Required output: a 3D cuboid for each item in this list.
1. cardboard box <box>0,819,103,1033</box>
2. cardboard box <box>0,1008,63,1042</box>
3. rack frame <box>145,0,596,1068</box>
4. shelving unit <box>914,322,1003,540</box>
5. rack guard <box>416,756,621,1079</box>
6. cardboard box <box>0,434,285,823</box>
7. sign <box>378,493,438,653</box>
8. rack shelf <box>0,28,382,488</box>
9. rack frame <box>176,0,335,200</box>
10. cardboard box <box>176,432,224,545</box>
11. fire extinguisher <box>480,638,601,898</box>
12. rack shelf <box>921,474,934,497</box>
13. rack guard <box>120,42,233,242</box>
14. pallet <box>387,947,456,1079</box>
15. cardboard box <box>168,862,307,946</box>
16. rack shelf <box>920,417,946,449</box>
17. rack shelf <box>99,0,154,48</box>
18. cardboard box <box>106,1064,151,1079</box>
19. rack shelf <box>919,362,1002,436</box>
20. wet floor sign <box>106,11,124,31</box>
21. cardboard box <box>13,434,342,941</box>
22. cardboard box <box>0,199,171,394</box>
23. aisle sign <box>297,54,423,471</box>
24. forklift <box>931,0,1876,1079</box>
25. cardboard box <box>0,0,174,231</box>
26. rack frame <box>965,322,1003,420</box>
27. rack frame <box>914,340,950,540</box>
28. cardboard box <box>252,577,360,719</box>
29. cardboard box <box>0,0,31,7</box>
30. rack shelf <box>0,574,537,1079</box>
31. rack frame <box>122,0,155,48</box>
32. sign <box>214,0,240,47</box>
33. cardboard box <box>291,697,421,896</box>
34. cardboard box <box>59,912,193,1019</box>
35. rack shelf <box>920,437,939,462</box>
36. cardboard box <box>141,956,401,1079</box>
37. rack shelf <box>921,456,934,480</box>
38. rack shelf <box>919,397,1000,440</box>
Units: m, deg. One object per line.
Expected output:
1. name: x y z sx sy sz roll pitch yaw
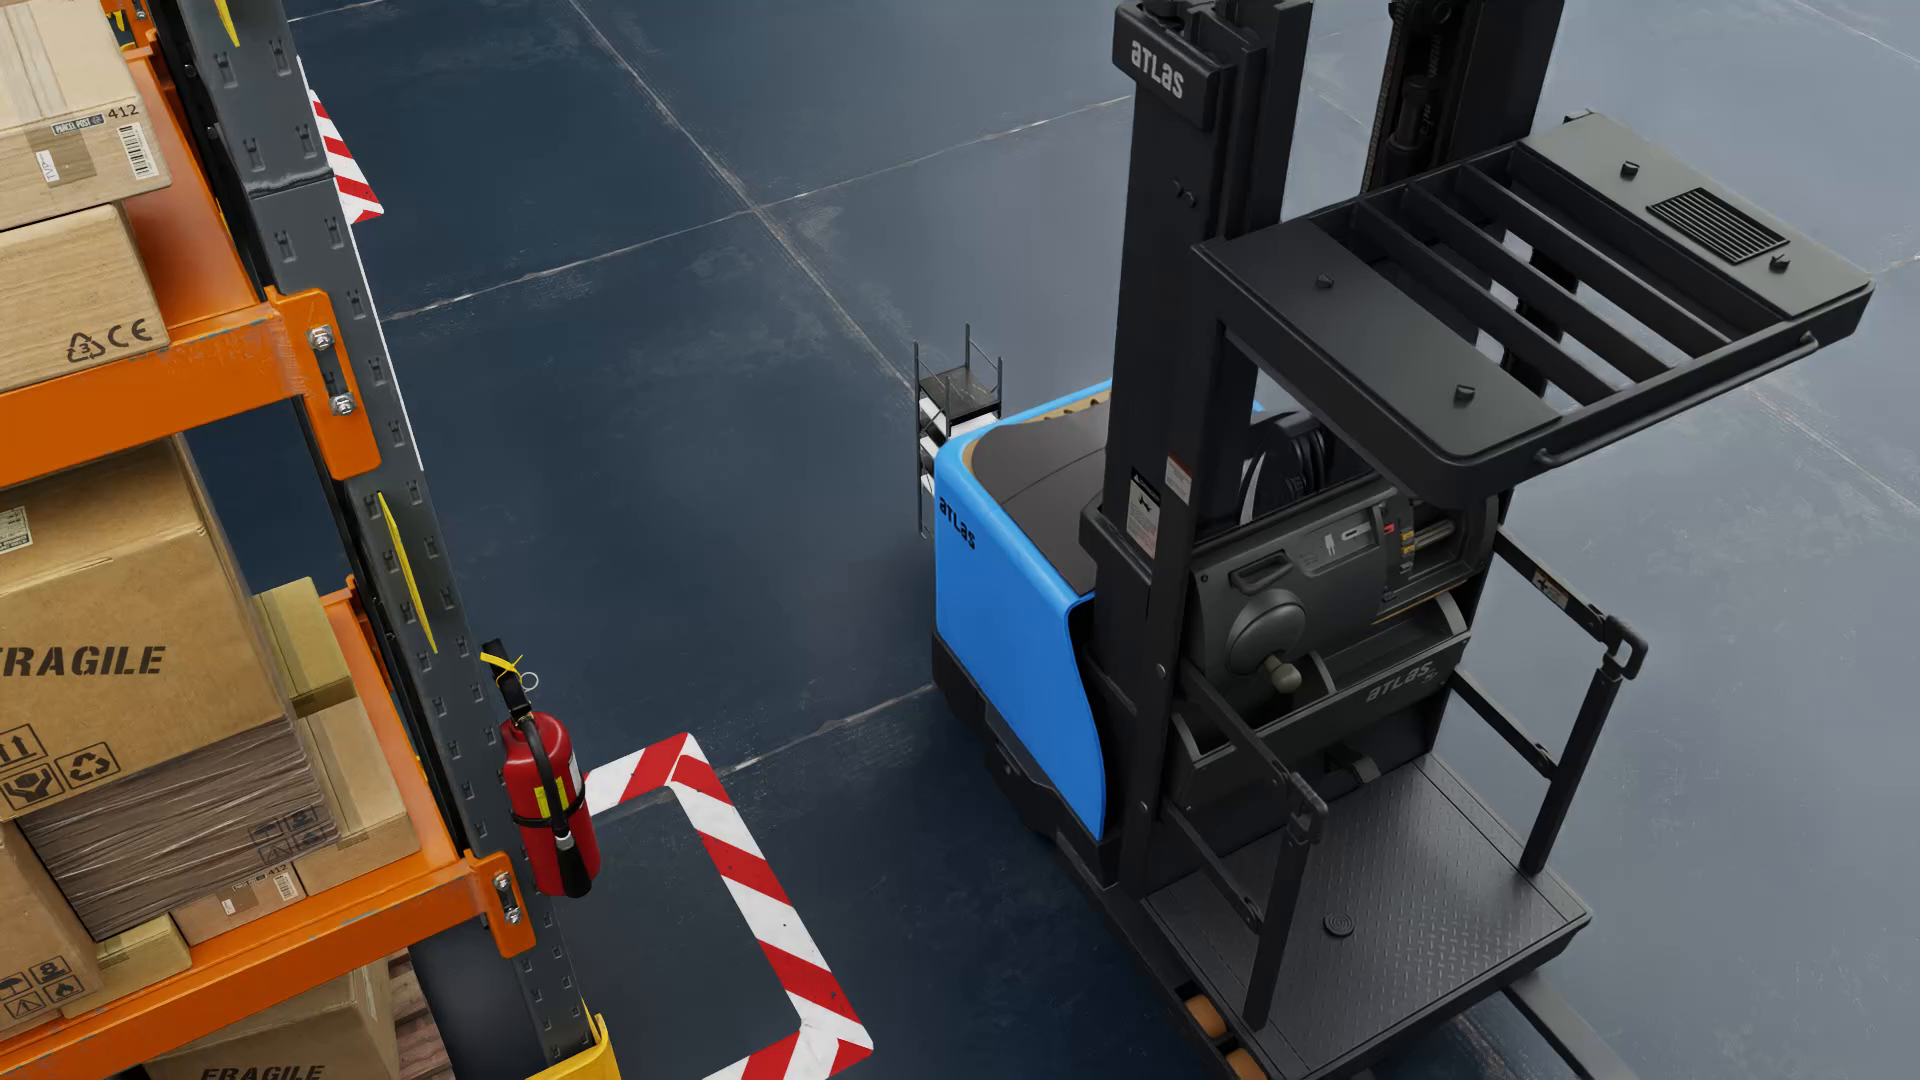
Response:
1. cardboard box: -2.110 0.527 3.268 0.500 0.500 0.875 -22 48 -21
2. cardboard box: -2.022 0.845 3.406 0.250 0.149 0.380 -22 48 -21
3. rack frame: -1.245 0.250 3.839 0.127 3.000 1.000 -22 48 -21
4. shelving unit: -0.007 -0.320 5.934 0.210 0.900 0.258 -22 48 -21
5. rack guard: -1.311 1.173 4.682 0.348 0.500 1.175 -22 48 -21
6. cardboard box: -1.599 0.088 3.002 0.500 0.500 0.500 -22 48 -21
7. sign: -0.986 0.063 2.973 0.005 0.325 0.100 -22 48 -21
8. rack shelf: -2.979 0.125 2.330 4.000 0.370 1.077 -22 48 -21
9. rack frame: -1.245 -1.903 1.750 0.127 3.000 1.000 -22 48 -21
10. cardboard box: -1.858 -0.226 3.325 0.500 0.500 0.500 -22 48 -21
11. fire extinguisher: -0.916 0.516 3.620 0.183 0.674 0.296 -22 48 -21
12. rack shelf: -0.007 -0.167 6.082 0.200 0.077 0.258 -22 48 -21
13. rack guard: -3.608 -1.892 7.840 0.348 0.500 1.175 -22 48 -21
14. pallet: -2.033 1.537 4.514 1.213 0.211 1.003 -22 48 -21
15. cardboard box: -1.607 0.650 3.607 0.250 0.149 0.380 -22 48 -21
16. rack shelf: -0.007 -0.361 5.894 0.200 0.077 0.258 -22 48 -21
17. rack shelf: -5.363 -1.828 6.497 4.000 0.370 1.077 -22 48 -21
18. cardboard box: -2.296 1.431 4.115 0.500 0.500 0.500 -10 45 -10
19. rack shelf: -0.007 -0.490 5.769 0.200 0.077 0.258 -22 48 -21
20. wet floor sign: -4.590 -3.141 9.024 0.232 0.644 0.267 -30 52 -27
21. cardboard box: -1.736 0.281 3.521 0.500 0.500 0.875 -22 48 -21
22. cardboard box: -1.537 -0.452 2.516 0.500 0.250 0.500 -21 48 -20
23. aisle sign: -1.042 -0.524 2.769 0.004 0.787 0.394 -22 48 -21
24. forklift: 1.075 0.155 3.986 1.130 2.935 3.031 -22 48 -21
25. cardboard box: -1.331 -0.631 2.414 0.250 0.149 0.380 -22 48 -21
26. rack frame: 0.081 -0.355 5.970 0.006 0.900 0.240 -22 48 -21
27. rack frame: -0.095 -0.285 5.897 0.006 0.900 0.240 -22 48 -21
28. cardboard box: -1.611 0.295 3.973 0.250 0.149 0.380 -22 48 -21
29. cardboard box: -1.599 -0.960 2.753 0.250 0.149 0.380 -22 48 -21
30. rack shelf: -2.979 1.202 3.374 4.000 0.370 1.077 -22 48 -21
31. rack frame: -3.629 -2.781 6.961 0.127 3.000 1.000 -22 48 -21
32. sign: -0.986 -0.802 2.133 0.005 0.325 0.100 -22 48 -21
33. cardboard box: -1.390 0.563 3.696 0.250 0.149 0.380 -22 48 -21
34. cardboard box: -1.798 0.768 3.486 0.250 0.149 0.380 -22 48 -21
35. rack shelf: -0.007 -0.296 5.957 0.200 0.077 0.258 -22 48 -21
36. cardboard box: -1.795 1.203 4.350 0.500 0.500 0.500 -14 46 -14
37. rack shelf: -0.007 -0.232 6.020 0.200 0.077 0.258 -22 48 -21
38. rack shelf: -0.007 -0.425 5.832 0.200 0.077 0.258 -22 48 -21
